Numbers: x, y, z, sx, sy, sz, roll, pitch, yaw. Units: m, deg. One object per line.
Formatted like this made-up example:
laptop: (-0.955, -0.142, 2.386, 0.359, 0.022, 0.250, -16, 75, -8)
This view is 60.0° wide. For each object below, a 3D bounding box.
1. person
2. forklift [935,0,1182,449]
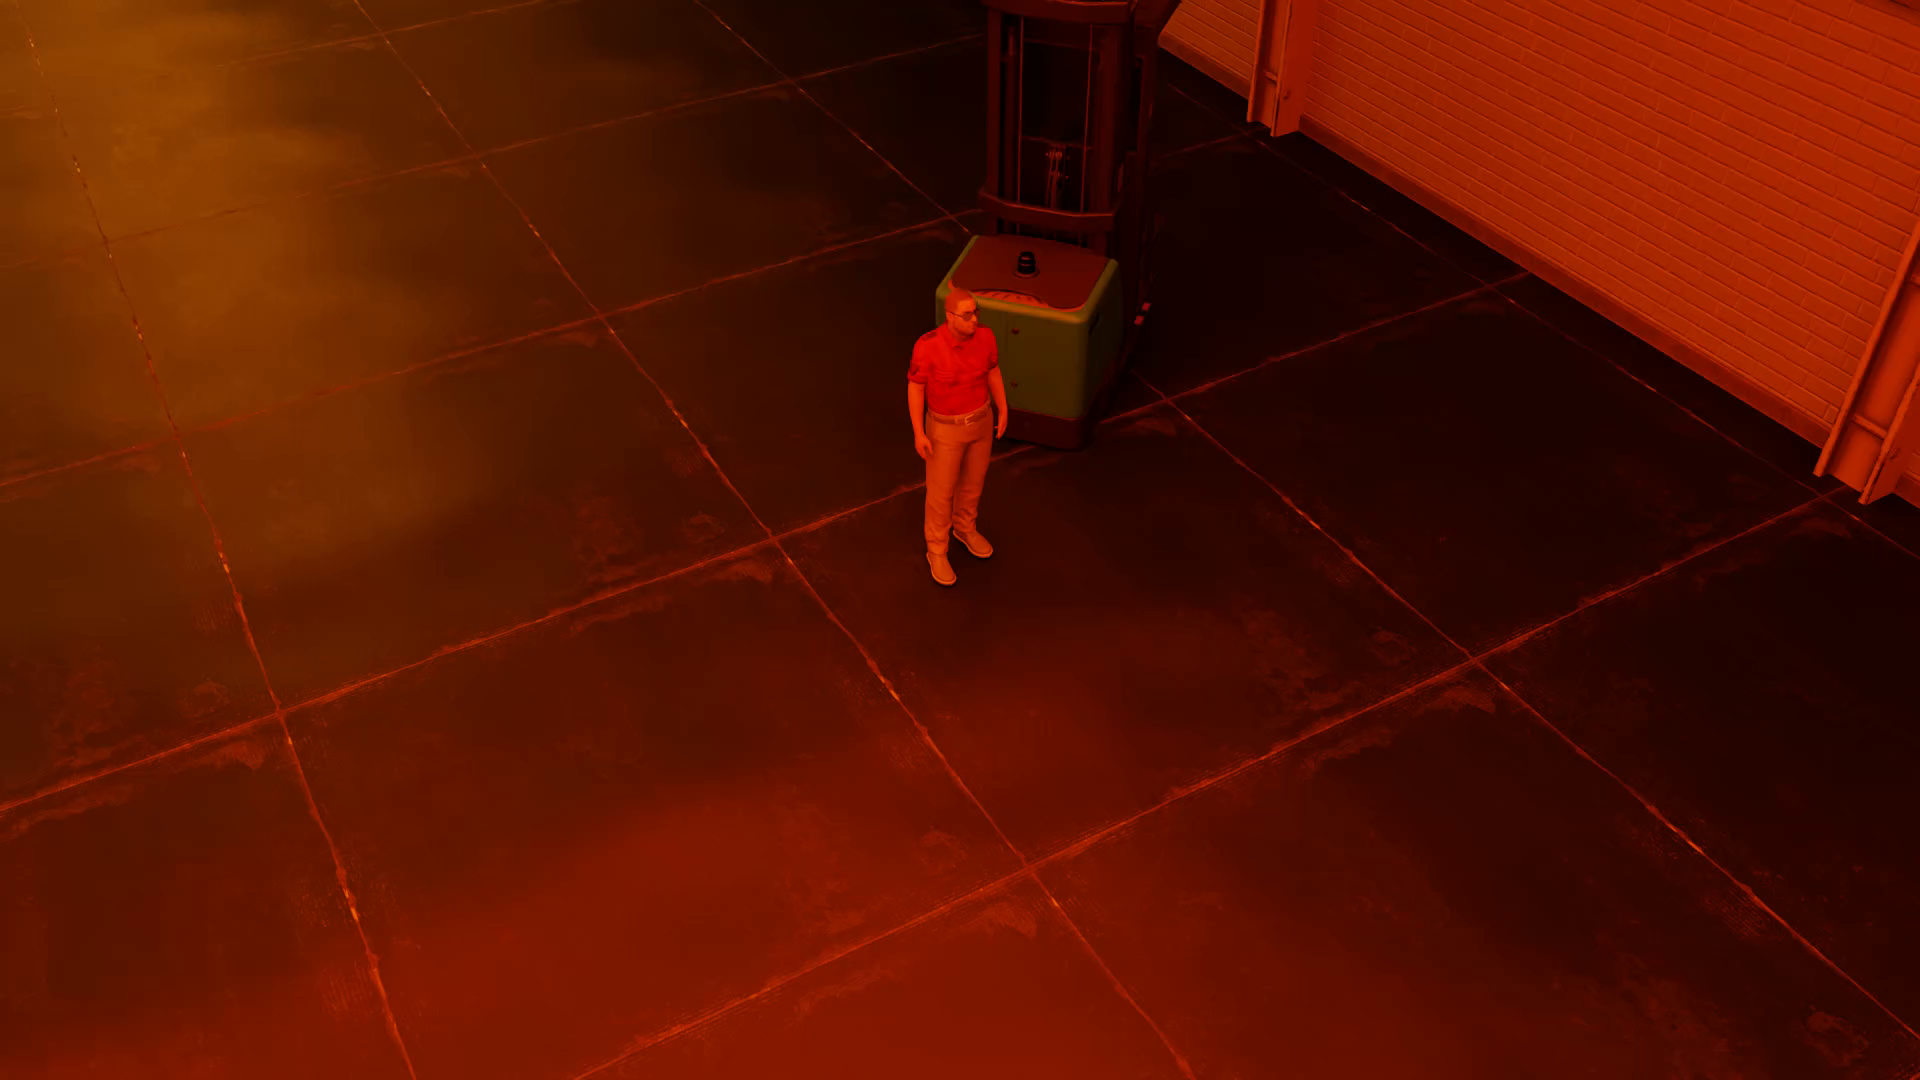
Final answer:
person: (0.036, -0.618, 9.711, 0.642, 1.729, 0.550, -20, 44, -23)
forklift: (0.794, -2.672, 11.258, 1.130, 2.935, 3.031, 13, 41, 15)
